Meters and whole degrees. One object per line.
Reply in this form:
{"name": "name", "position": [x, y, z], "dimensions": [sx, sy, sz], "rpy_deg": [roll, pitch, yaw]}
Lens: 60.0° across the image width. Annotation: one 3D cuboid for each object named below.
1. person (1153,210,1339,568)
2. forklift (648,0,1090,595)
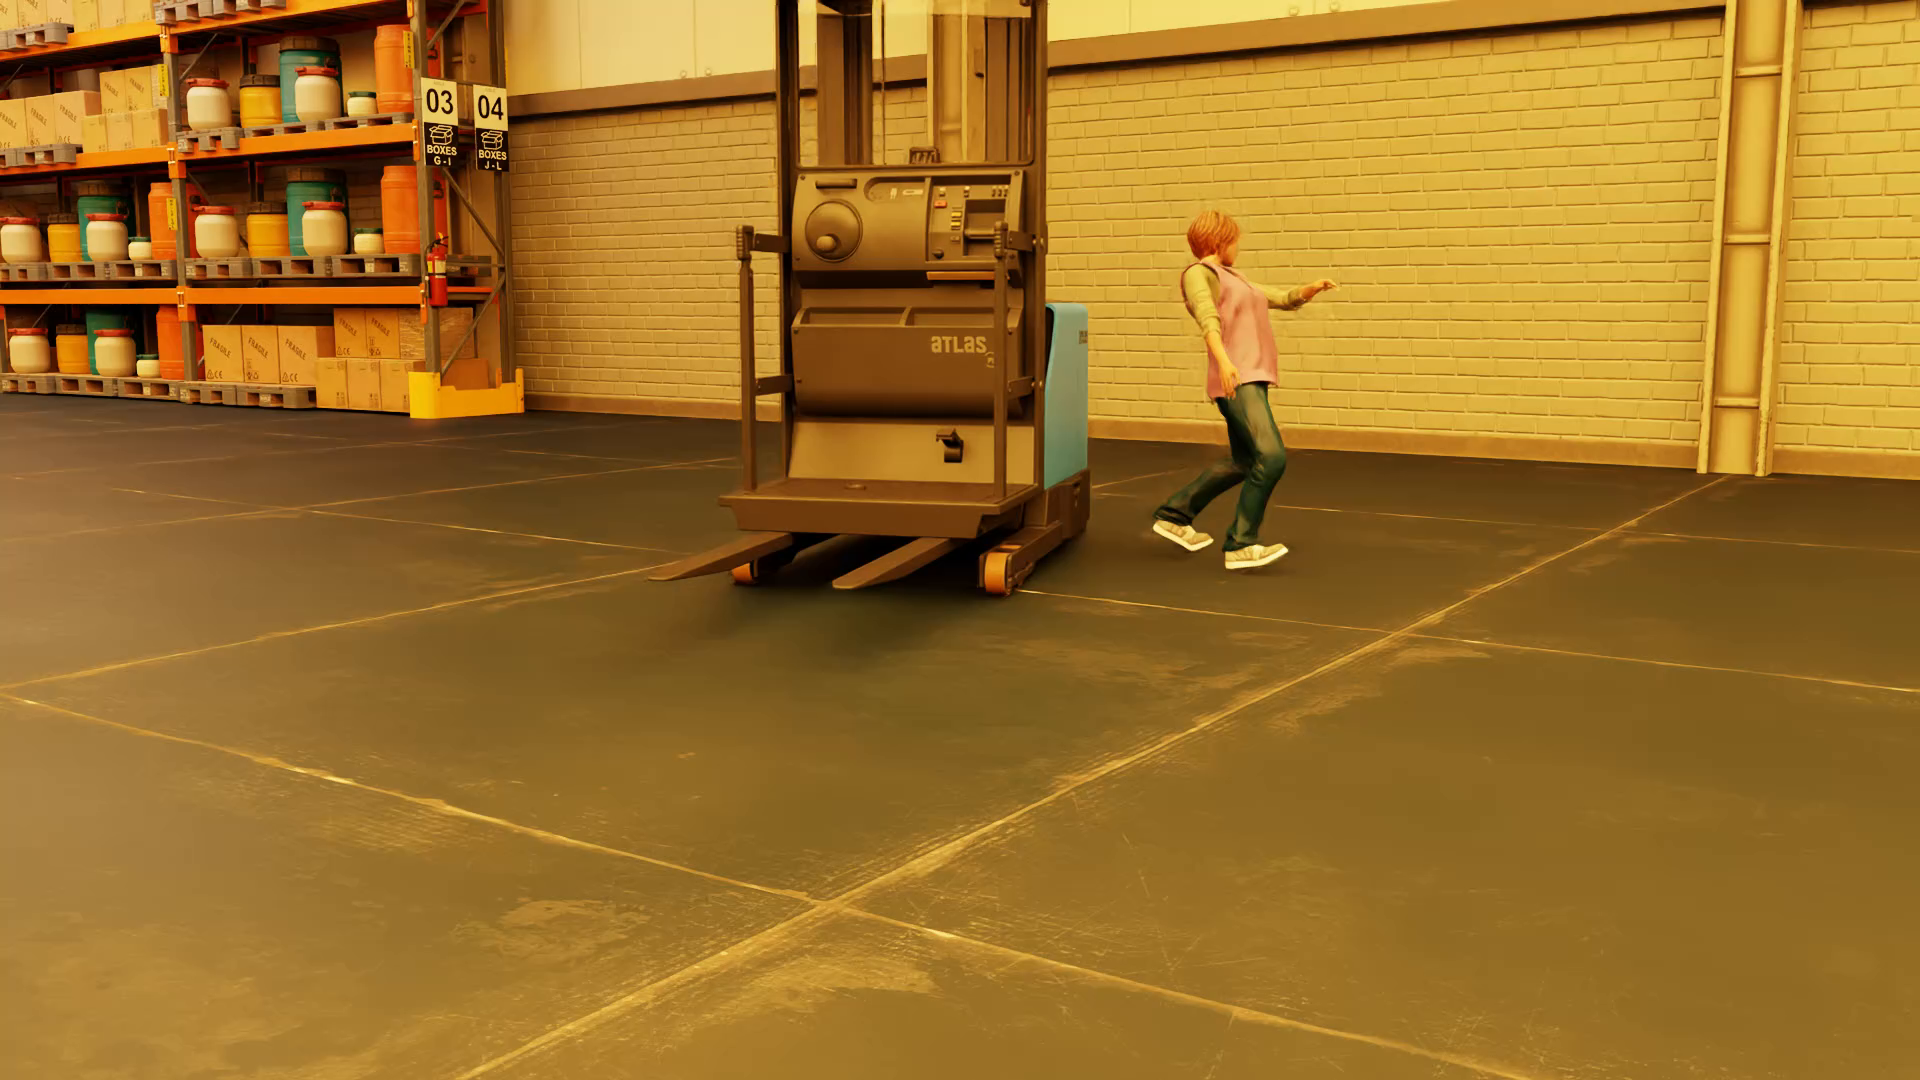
{"name": "person", "position": [1.111, -0.607, 6.661], "dimensions": [0.790, 1.431, 0.729], "rpy_deg": [3, 9, 18]}
{"name": "forklift", "position": [-0.263, -1.304, 6.365], "dimensions": [1.130, 2.935, 3.031], "rpy_deg": [2, 8, 15]}
